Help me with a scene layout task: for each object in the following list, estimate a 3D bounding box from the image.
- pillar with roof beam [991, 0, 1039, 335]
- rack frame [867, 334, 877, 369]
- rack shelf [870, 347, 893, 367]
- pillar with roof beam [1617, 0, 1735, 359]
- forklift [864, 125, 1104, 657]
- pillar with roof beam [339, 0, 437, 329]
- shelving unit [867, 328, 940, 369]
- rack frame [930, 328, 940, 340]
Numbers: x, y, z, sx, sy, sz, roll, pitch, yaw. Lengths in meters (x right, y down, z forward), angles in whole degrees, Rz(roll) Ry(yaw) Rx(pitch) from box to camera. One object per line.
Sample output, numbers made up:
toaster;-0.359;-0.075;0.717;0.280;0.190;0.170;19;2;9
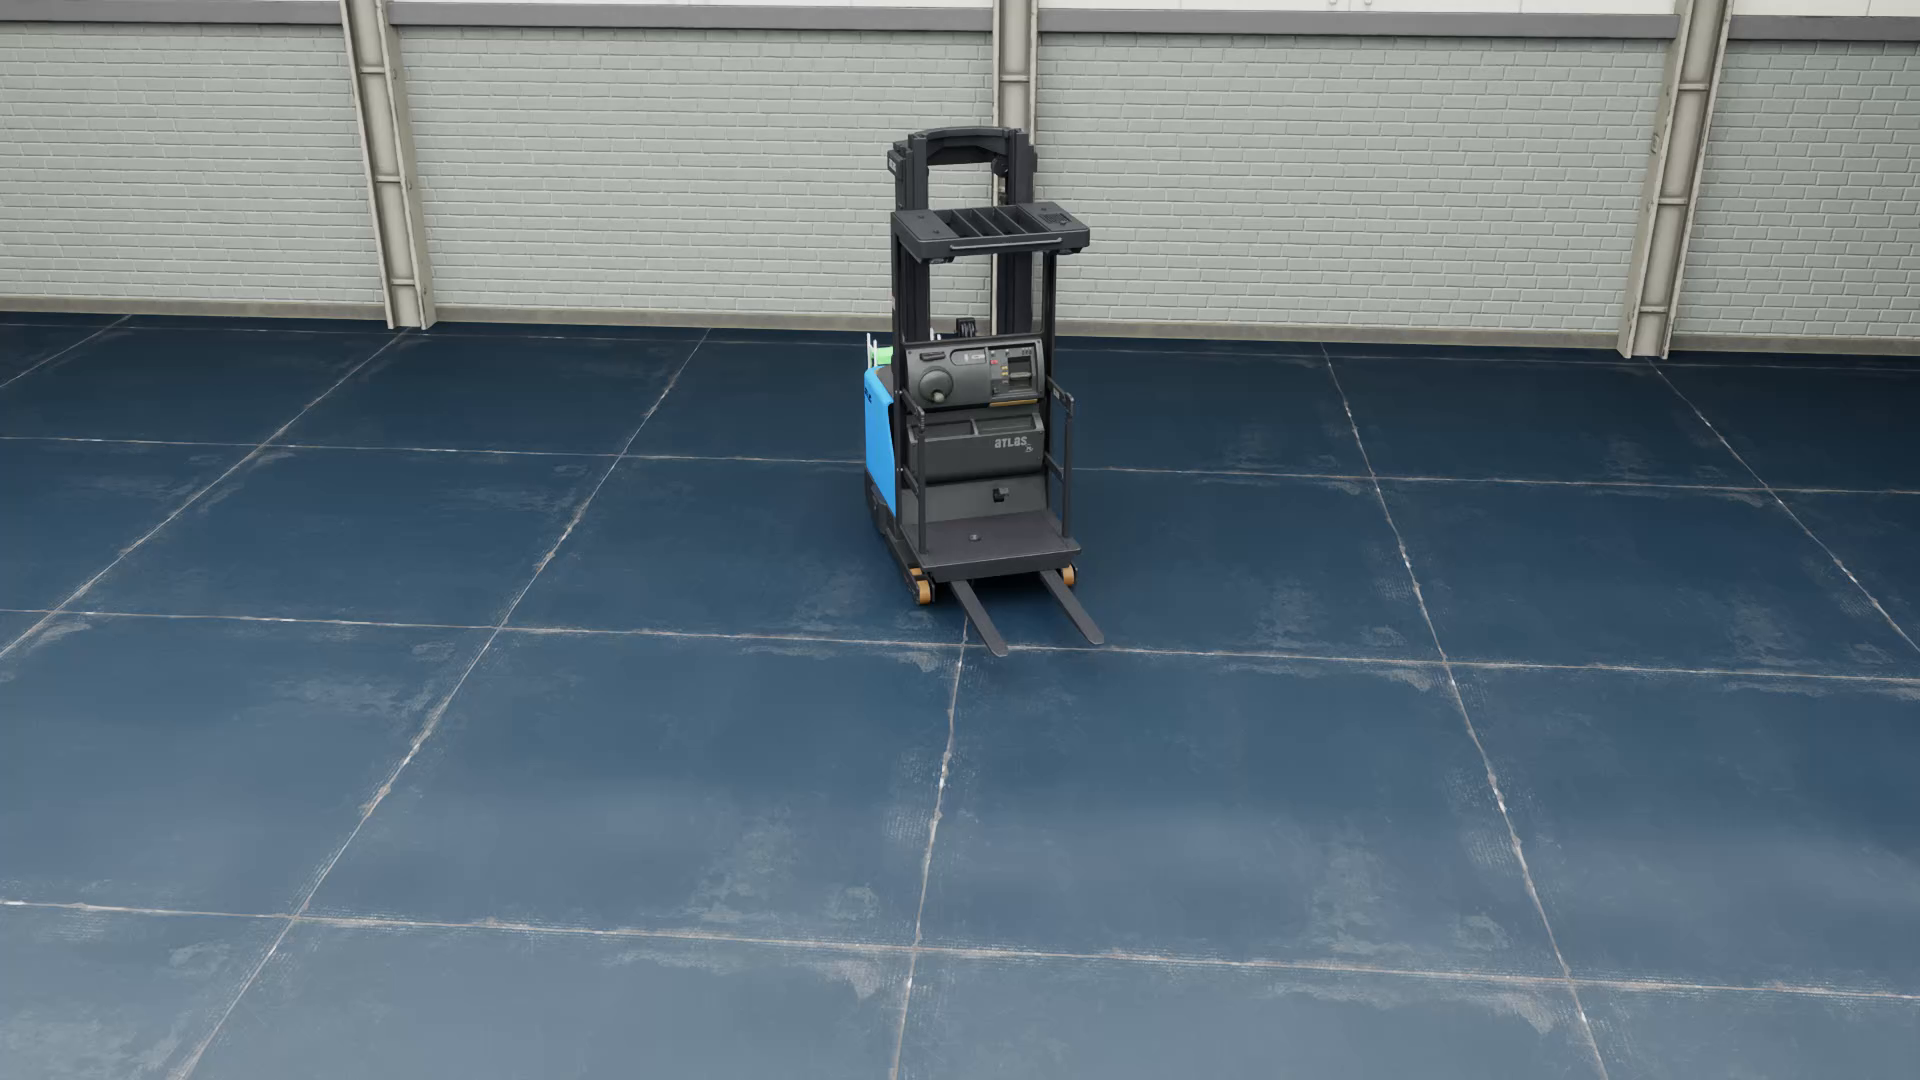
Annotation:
pillar with roof beam;0.173;-4.262;10.459;0.400;9.000;9.100;2;25;4
rack frame;-0.645;-0.945;12.560;0.015;1.200;0.240;-7;22;-14
rack shelf;-0.417;-1.360;12.469;0.480;0.148;0.258;-7;22;-14
pillar with roof beam;6.156;-4.070;10.041;0.400;9.000;9.100;2;25;4
forklift;0.161;-1.080;10.802;1.130;2.935;3.031;-6;25;-14
pillar with roof beam;-5.809;-4.454;10.876;0.400;9.000;9.100;2;25;4
shelving unit;-0.410;-0.972;12.619;0.503;1.200;0.258;-7;22;-14
rack frame;-0.175;-0.999;12.679;0.015;1.200;0.240;-7;22;-14
